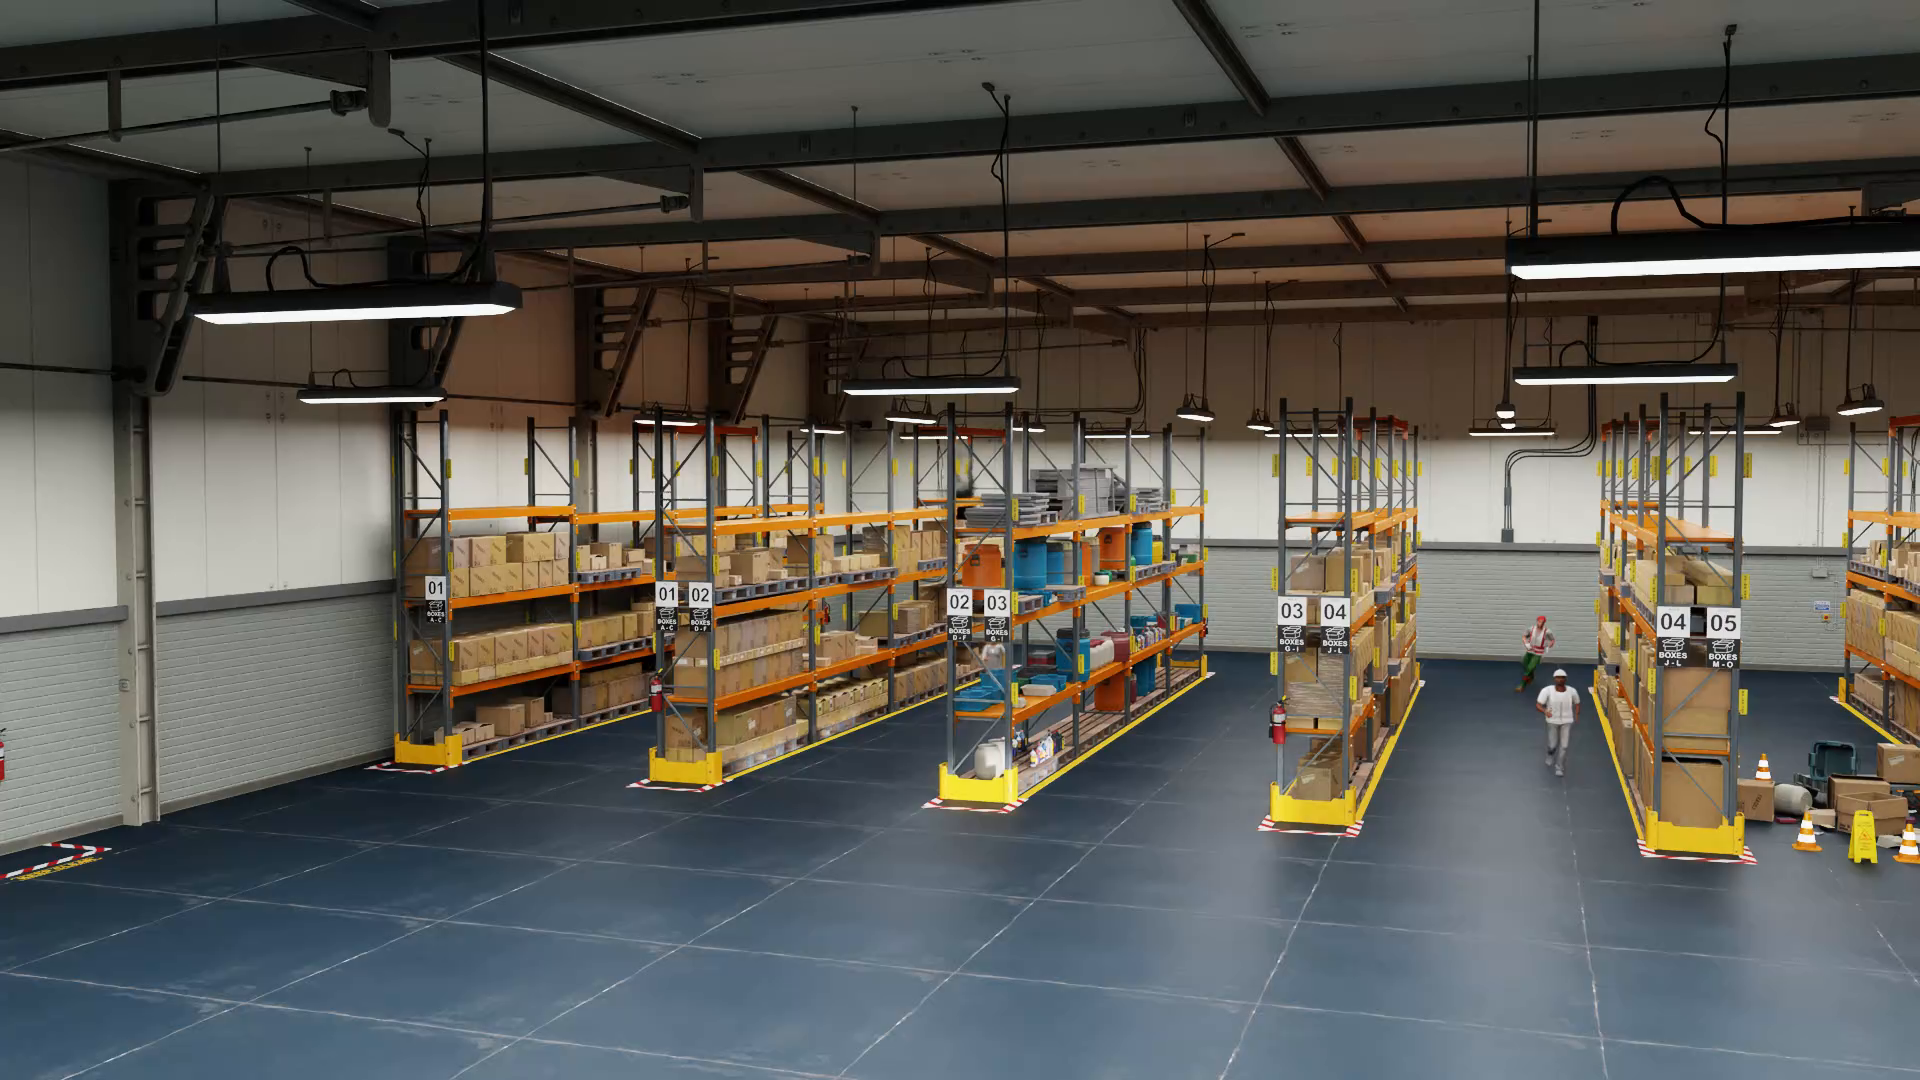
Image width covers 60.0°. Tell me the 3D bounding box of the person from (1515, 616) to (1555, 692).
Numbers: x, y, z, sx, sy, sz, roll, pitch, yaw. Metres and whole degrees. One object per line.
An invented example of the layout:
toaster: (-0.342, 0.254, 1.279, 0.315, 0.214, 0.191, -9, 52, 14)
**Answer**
person: (12.968, 2.538, 37.393, 0.712, 1.708, 0.964, 2, 3, 36)

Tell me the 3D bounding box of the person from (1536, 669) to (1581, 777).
person: (9.789, 2.970, 27.175, 0.704, 1.725, 0.668, 0, 2, 10)

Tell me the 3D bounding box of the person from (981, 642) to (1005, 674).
person: (0.703, 2.734, 34.369, 0.526, 1.648, 0.683, 1, 3, 15)
